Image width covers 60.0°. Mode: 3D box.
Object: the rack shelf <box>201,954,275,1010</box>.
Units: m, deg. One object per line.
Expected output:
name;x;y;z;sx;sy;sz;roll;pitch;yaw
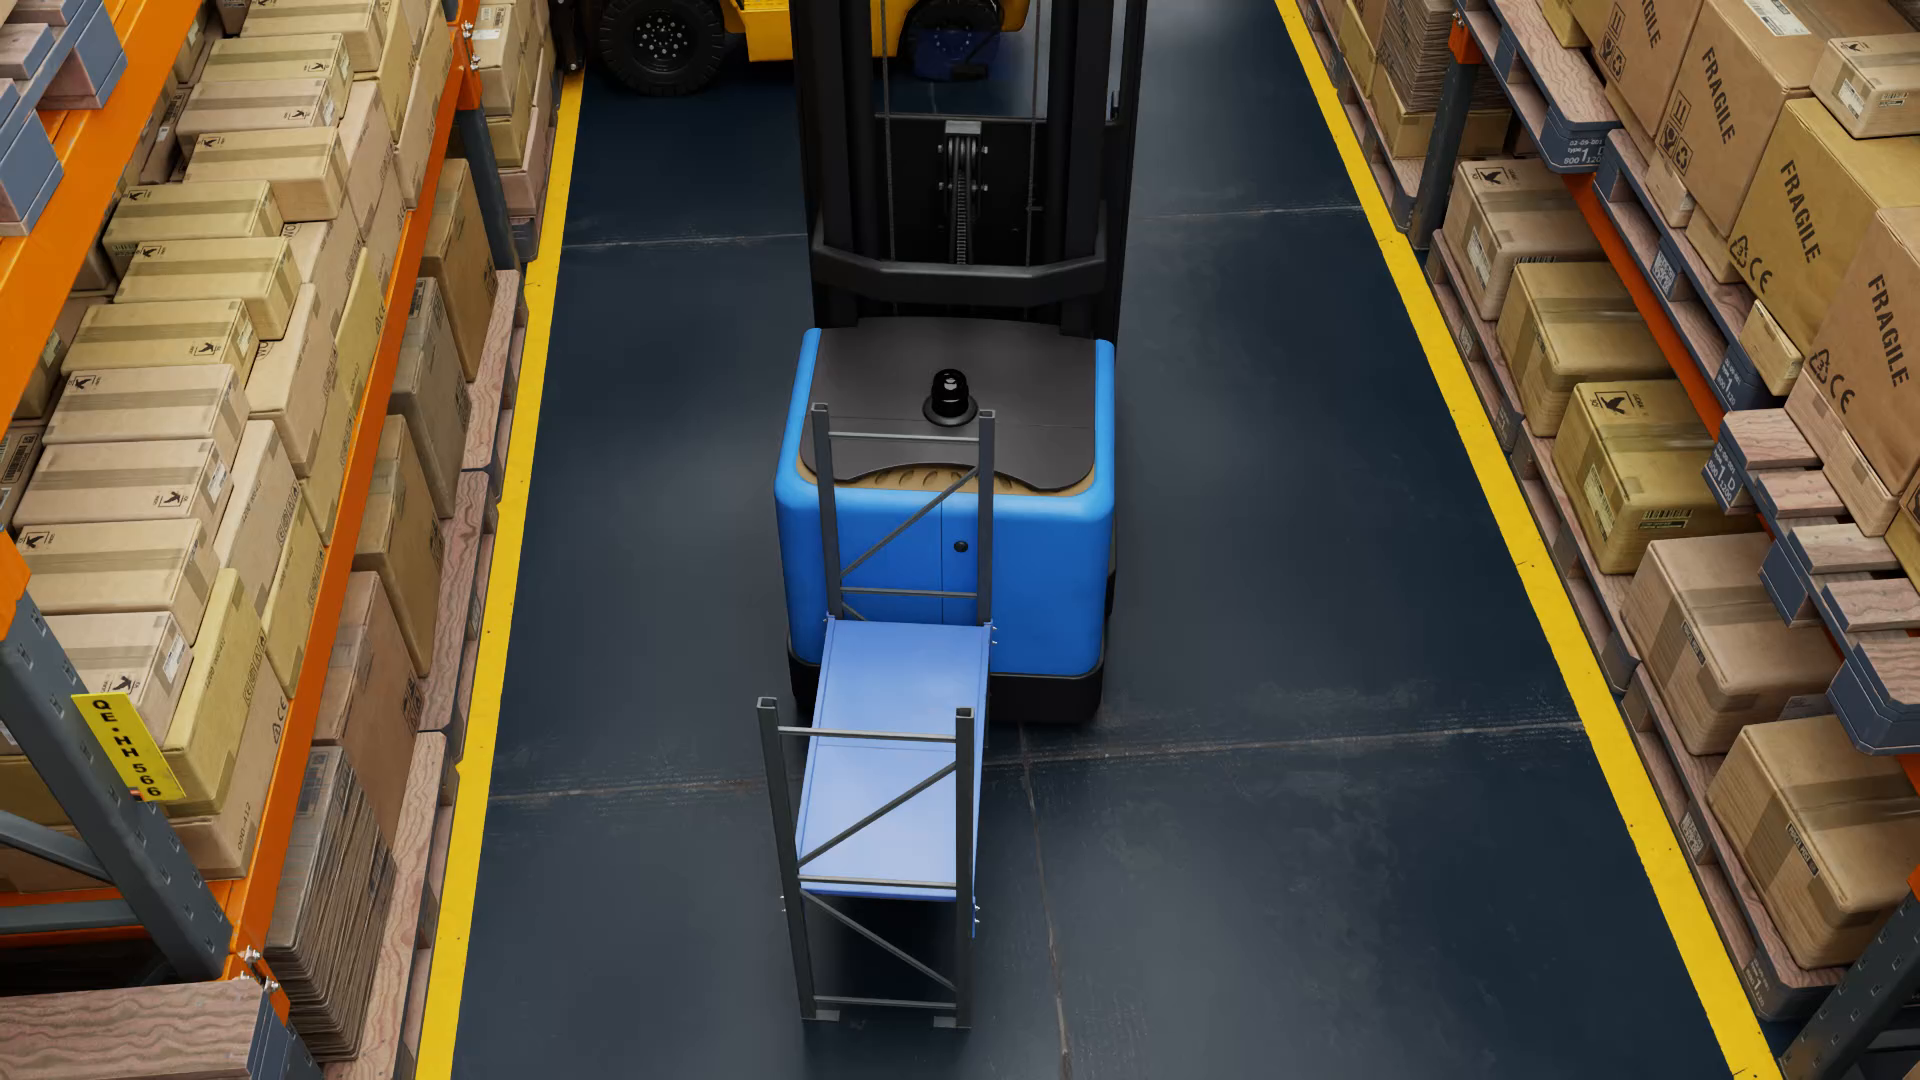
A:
rack shelf;-1.909;2.492;2.320;1.077;0.370;4.000;-3;47;-3

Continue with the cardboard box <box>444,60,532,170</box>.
cardboard box;-2.144;-1.836;7.184;0.500;0.250;0.500;-4;47;-3

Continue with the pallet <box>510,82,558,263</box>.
pallet;-2.436;-1.716;7.730;1.003;0.211;1.213;-3;47;-3

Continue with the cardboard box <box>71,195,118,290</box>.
cardboard box;-2.453;-0.793;4.419;0.380;0.149;0.250;-2;47;-2

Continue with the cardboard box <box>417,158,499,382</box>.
cardboard box;-2.356;-1.048;6.523;0.875;0.625;0.625;-2;47;-2

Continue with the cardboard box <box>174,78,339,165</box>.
cardboard box;-2.025;-1.198;4.803;0.380;0.149;0.250;-3;47;-3

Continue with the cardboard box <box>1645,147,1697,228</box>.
cardboard box;2.347;-1.096;5.105;0.380;0.149;0.250;-2;47;-2

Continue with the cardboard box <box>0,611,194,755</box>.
cardboard box;-1.810;0.291;3.393;0.380;0.149;0.250;-2;47;-2

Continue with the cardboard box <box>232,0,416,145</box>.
cardboard box;-2.065;-1.506;5.369;0.500;0.250;0.500;-5;47;-4

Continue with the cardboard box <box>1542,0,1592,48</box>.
cardboard box;2.278;-1.859;5.828;0.380;0.149;0.250;-3;47;-2

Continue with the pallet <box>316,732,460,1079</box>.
pallet;-2.106;1.158;5.008;1.003;0.211;1.213;-3;47;-3

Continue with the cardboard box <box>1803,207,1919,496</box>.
cardboard box;2.500;-0.474;4.070;0.500;0.500;0.500;-4;47;-4

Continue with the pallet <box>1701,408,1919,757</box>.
pallet;2.704;0.050;4.269;1.213;0.211;1.003;-3;47;-3

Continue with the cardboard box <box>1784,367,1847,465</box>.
cardboard box;2.434;-0.340;4.390;0.380;0.149;0.250;-5;47;-5

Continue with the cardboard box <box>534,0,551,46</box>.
cardboard box;-2.219;-2.565;7.874;0.500;0.250;0.500;-4;47;-4

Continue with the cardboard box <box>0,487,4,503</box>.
cardboard box;-2.400;-0.057;3.722;0.380;0.149;0.250;-4;47;-3

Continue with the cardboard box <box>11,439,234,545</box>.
cardboard box;-1.880;-0.086;3.750;0.380;0.149;0.250;-2;47;-2

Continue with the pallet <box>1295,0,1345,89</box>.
pallet;2.338;-2.811;8.767;1.003;0.211;1.213;-3;47;-3

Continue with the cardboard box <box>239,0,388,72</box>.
cardboard box;-2.000;-1.573;5.158;0.380;0.149;0.250;-5;47;-5

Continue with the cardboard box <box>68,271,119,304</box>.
cardboard box;-2.509;-0.728;4.633;0.500;0.250;0.500;-4;47;-4

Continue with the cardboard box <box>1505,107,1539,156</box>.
cardboard box;2.754;-2.043;7.724;0.500;0.250;0.500;-5;47;-5

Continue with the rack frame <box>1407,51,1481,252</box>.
rack frame;2.535;-2.401;6.458;1.000;3.000;0.127;-3;47;-3

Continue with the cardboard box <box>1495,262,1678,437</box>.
cardboard box;2.645;-0.743;6.408;0.950;0.372;0.625;-1;47;-1

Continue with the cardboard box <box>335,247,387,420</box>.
cardboard box;-1.999;-0.599;4.855;0.500;0.250;0.500;-2;47;-2

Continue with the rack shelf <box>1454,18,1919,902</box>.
rack shelf;2.702;-0.707;5.349;1.077;0.370;4.000;-3;47;-3

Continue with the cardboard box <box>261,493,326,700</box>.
cardboard box;-1.907;0.149;4.147;0.500;0.250;0.500;-4;47;-4

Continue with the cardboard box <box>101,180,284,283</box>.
cardboard box;-2.046;-0.824;4.449;0.380;0.149;0.250;-3;47;-3

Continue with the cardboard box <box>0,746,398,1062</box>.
cardboard box;-2.115;1.017;4.567;0.875;0.625;0.625;-2;47;-2

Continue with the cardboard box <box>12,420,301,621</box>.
cardboard box;-1.911;-0.021;3.963;0.500;0.250;0.500;-2;47;-2

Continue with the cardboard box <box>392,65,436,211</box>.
cardboard box;-2.061;-1.333;5.550;0.500;0.250;0.500;-4;47;-4

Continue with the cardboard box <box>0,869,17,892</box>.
cardboard box;-2.369;0.539;3.777;0.500;0.250;0.500;-4;47;-4

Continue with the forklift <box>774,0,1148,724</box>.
forklift;0.039;-1.460;5.614;1.130;2.935;3.031;3;47;2

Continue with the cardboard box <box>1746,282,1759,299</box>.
cardboard box;2.502;-0.728;4.757;0.380;0.149;0.250;-3;47;-3

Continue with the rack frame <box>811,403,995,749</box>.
rack frame;-0.154;0.164;5.062;0.500;1.500;0.032;3;47;2

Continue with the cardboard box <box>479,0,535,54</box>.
cardboard box;-2.172;-2.379;7.353;0.500;0.250;0.500;-3;47;-3

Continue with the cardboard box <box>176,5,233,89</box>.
cardboard box;-2.592;-1.470;5.335;0.500;0.250;0.500;-4;47;-4

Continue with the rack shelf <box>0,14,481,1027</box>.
rack shelf;-2.244;-0.403;5.061;1.077;0.370;4.000;-3;47;-3

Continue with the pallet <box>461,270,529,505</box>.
pallet;-2.311;-0.607;6.680;1.003;0.211;1.213;-3;47;-3

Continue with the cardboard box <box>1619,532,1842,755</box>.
cardboard box;2.762;0.309;5.412;0.950;0.372;0.625;-4;47;-4

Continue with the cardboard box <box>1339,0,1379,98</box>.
cardboard box;2.163;-2.396;8.058;0.500;0.250;0.500;-5;47;-4

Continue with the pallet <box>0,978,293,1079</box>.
pallet;-1.950;1.349;3.038;1.213;0.211;1.003;-3;47;-3

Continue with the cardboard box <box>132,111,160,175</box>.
cardboard box;-2.542;-1.161;4.768;0.380;0.149;0.250;-4;47;-4

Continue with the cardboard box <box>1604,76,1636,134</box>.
cardboard box;2.358;-1.470;5.460;0.380;0.149;0.250;-3;47;-3

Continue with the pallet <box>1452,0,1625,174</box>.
pallet;2.454;-1.774;5.996;1.003;0.211;1.213;-3;47;-3

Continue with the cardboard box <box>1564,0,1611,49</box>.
cardboard box;2.331;-1.963;5.481;0.500;0.500;0.500;-3;47;-3

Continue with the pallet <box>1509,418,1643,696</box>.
pallet;2.707;0.006;6.099;1.003;0.211;1.213;-3;47;-3

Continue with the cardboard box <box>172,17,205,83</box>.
cardboard box;-2.563;-1.525;5.113;0.380;0.149;0.250;-4;47;-4

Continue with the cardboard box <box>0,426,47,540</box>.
cardboard box;-2.436;-0.001;3.944;0.500;0.250;0.500;-3;47;-3

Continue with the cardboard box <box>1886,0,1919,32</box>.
cardboard box;2.927;-1.251;4.806;0.500;0.500;0.500;-5;47;-5

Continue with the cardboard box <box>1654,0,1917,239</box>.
cardboard box;2.412;-1.234;4.790;0.500;0.500;0.500;-5;47;-5

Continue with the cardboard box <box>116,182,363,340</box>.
cardboard box;-2.005;-0.769;4.672;0.500;0.250;0.500;-3;47;-3

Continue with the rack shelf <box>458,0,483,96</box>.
rack shelf;-2.579;-3.297;7.802;1.077;0.370;4.000;-3;47;-3

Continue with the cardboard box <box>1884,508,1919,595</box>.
cardboard box;2.513;0.022;4.047;0.380;0.149;0.250;-3;47;-3

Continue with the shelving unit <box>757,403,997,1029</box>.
shelving unit;-0.186;0.532;4.713;0.538;1.500;1.048;3;47;2

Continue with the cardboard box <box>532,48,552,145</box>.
cardboard box;-2.180;-2.032;7.713;0.500;0.250;0.500;-4;47;-4

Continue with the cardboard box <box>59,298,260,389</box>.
cardboard box;-1.966;-0.455;4.099;0.380;0.149;0.250;-3;47;-3

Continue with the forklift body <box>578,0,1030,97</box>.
forklift body;-0.769;-3.438;8.025;2.313;2.155;1.214;-3;47;-3

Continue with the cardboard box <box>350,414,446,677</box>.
cardboard box;-2.234;0.058;5.476;0.875;0.625;0.625;-5;47;-5

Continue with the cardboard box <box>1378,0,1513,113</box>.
cardboard box;2.218;-2.270;7.422;0.500;0.500;0.500;-4;47;-4
